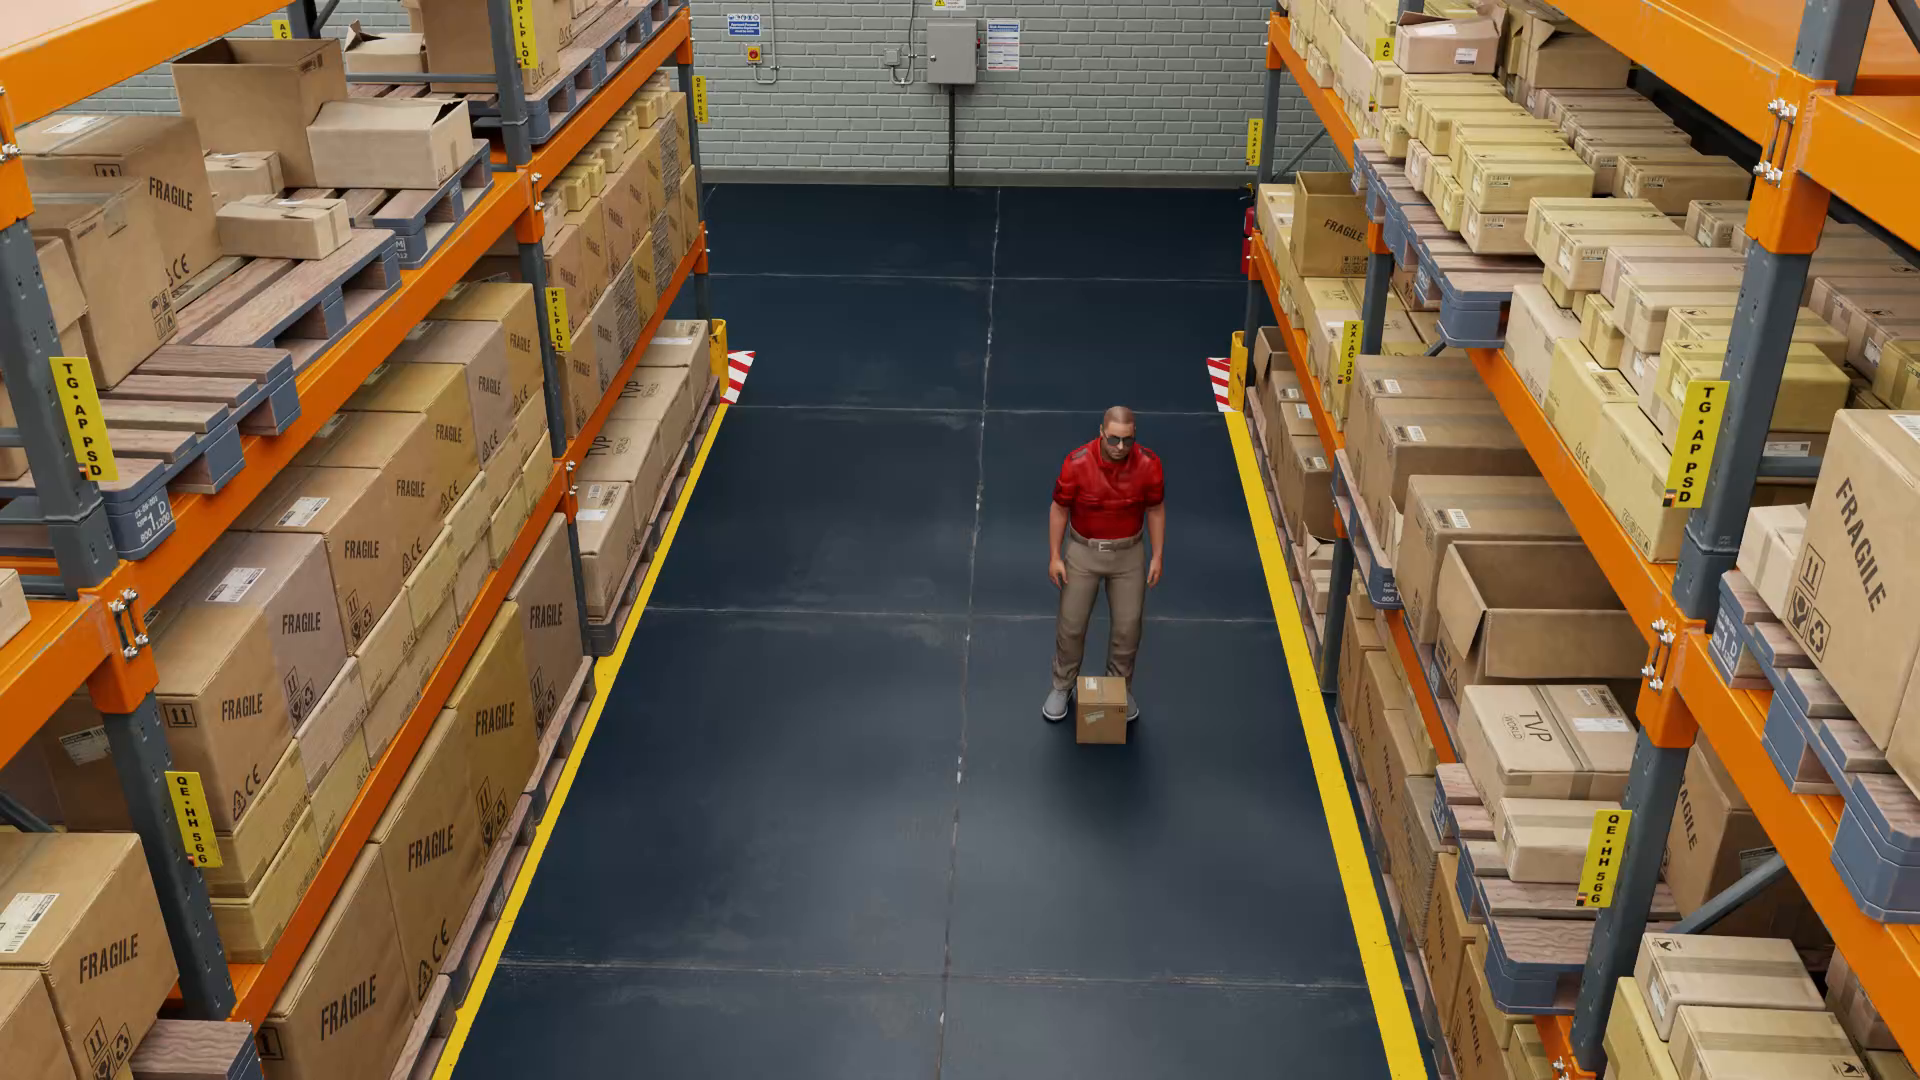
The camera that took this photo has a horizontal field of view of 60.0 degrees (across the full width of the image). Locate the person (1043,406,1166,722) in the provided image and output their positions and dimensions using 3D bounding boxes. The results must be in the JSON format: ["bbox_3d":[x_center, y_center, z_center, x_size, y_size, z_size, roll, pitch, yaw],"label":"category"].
[{"bbox_3d":[0.736,0.104,8.439,0.606,1.727,0.399,-1,28,-1],"label":"person"}]
